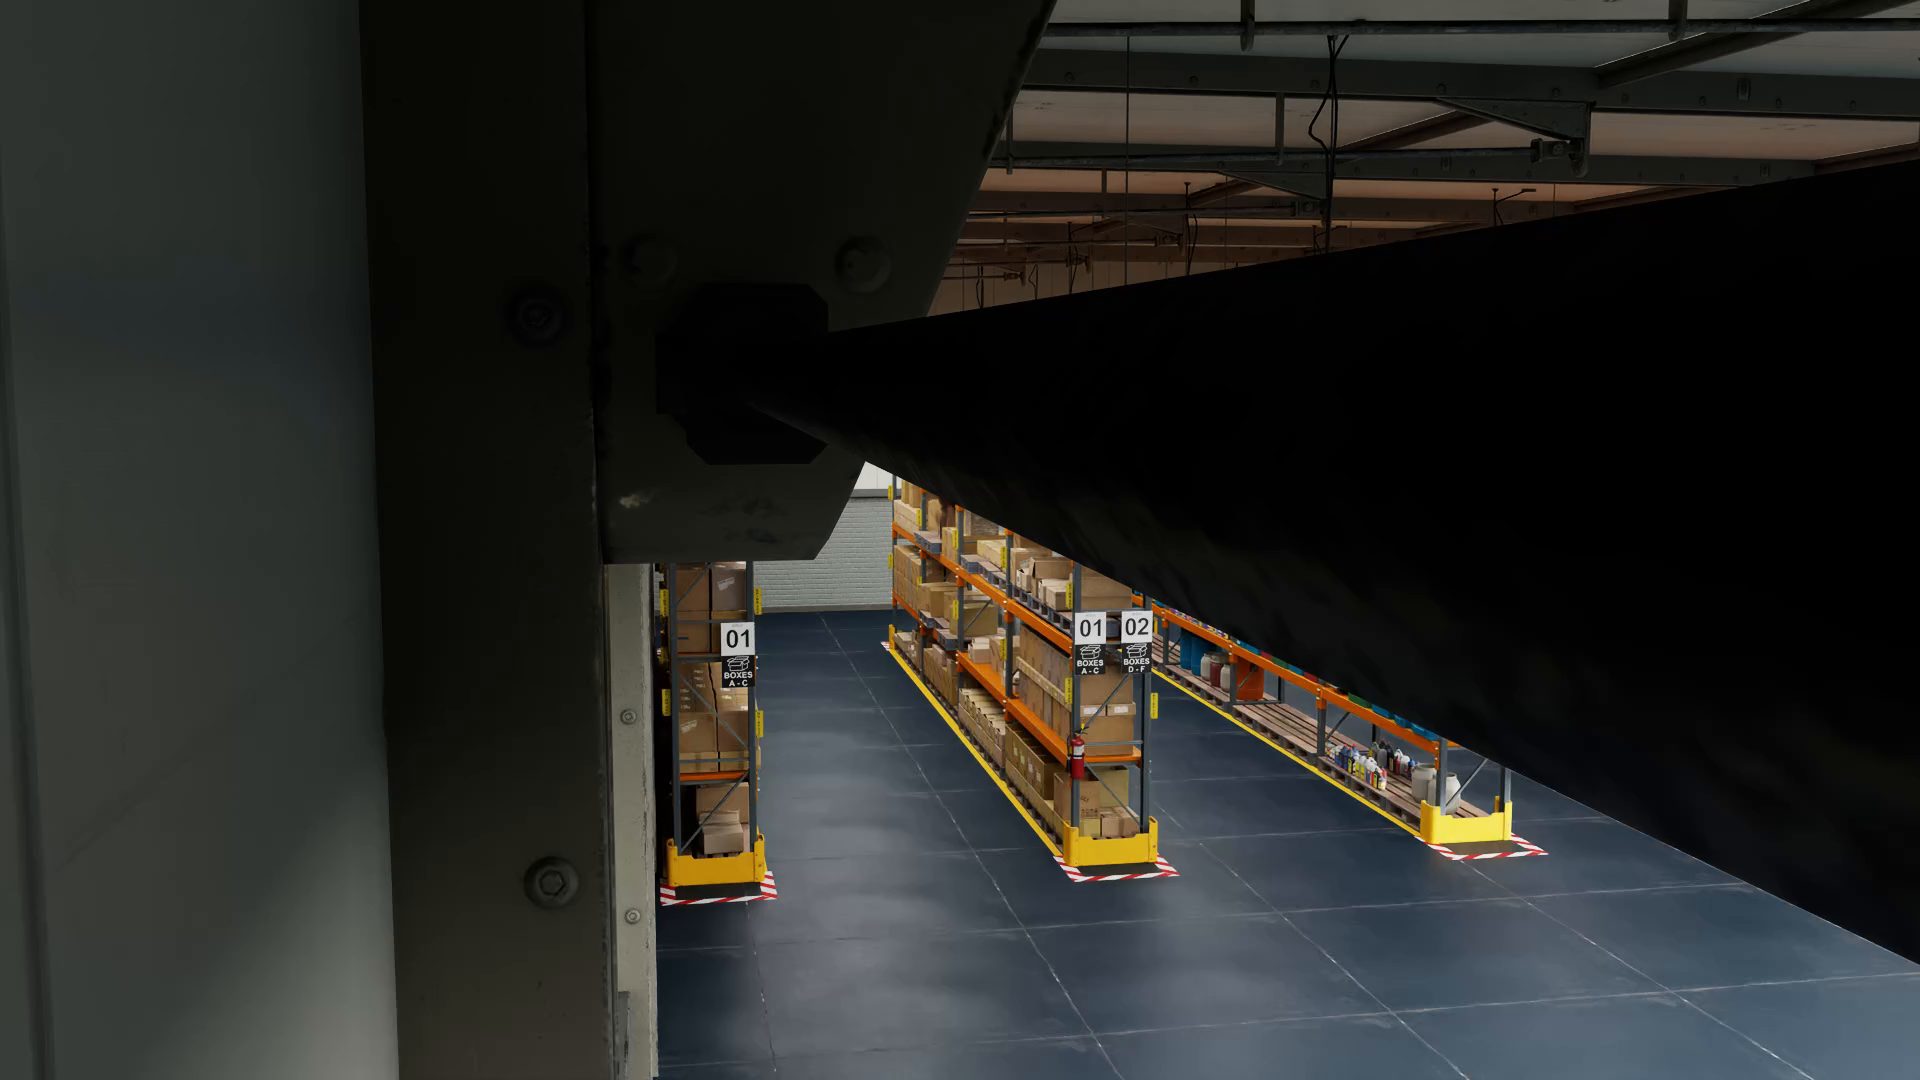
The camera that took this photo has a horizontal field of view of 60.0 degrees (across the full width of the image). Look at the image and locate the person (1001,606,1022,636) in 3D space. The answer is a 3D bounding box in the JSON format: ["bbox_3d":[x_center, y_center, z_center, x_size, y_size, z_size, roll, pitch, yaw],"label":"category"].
[{"bbox_3d":[1.094,1.655,35.850,0.613,1.670,1.056,-2,7,-21],"label":"person"}]
